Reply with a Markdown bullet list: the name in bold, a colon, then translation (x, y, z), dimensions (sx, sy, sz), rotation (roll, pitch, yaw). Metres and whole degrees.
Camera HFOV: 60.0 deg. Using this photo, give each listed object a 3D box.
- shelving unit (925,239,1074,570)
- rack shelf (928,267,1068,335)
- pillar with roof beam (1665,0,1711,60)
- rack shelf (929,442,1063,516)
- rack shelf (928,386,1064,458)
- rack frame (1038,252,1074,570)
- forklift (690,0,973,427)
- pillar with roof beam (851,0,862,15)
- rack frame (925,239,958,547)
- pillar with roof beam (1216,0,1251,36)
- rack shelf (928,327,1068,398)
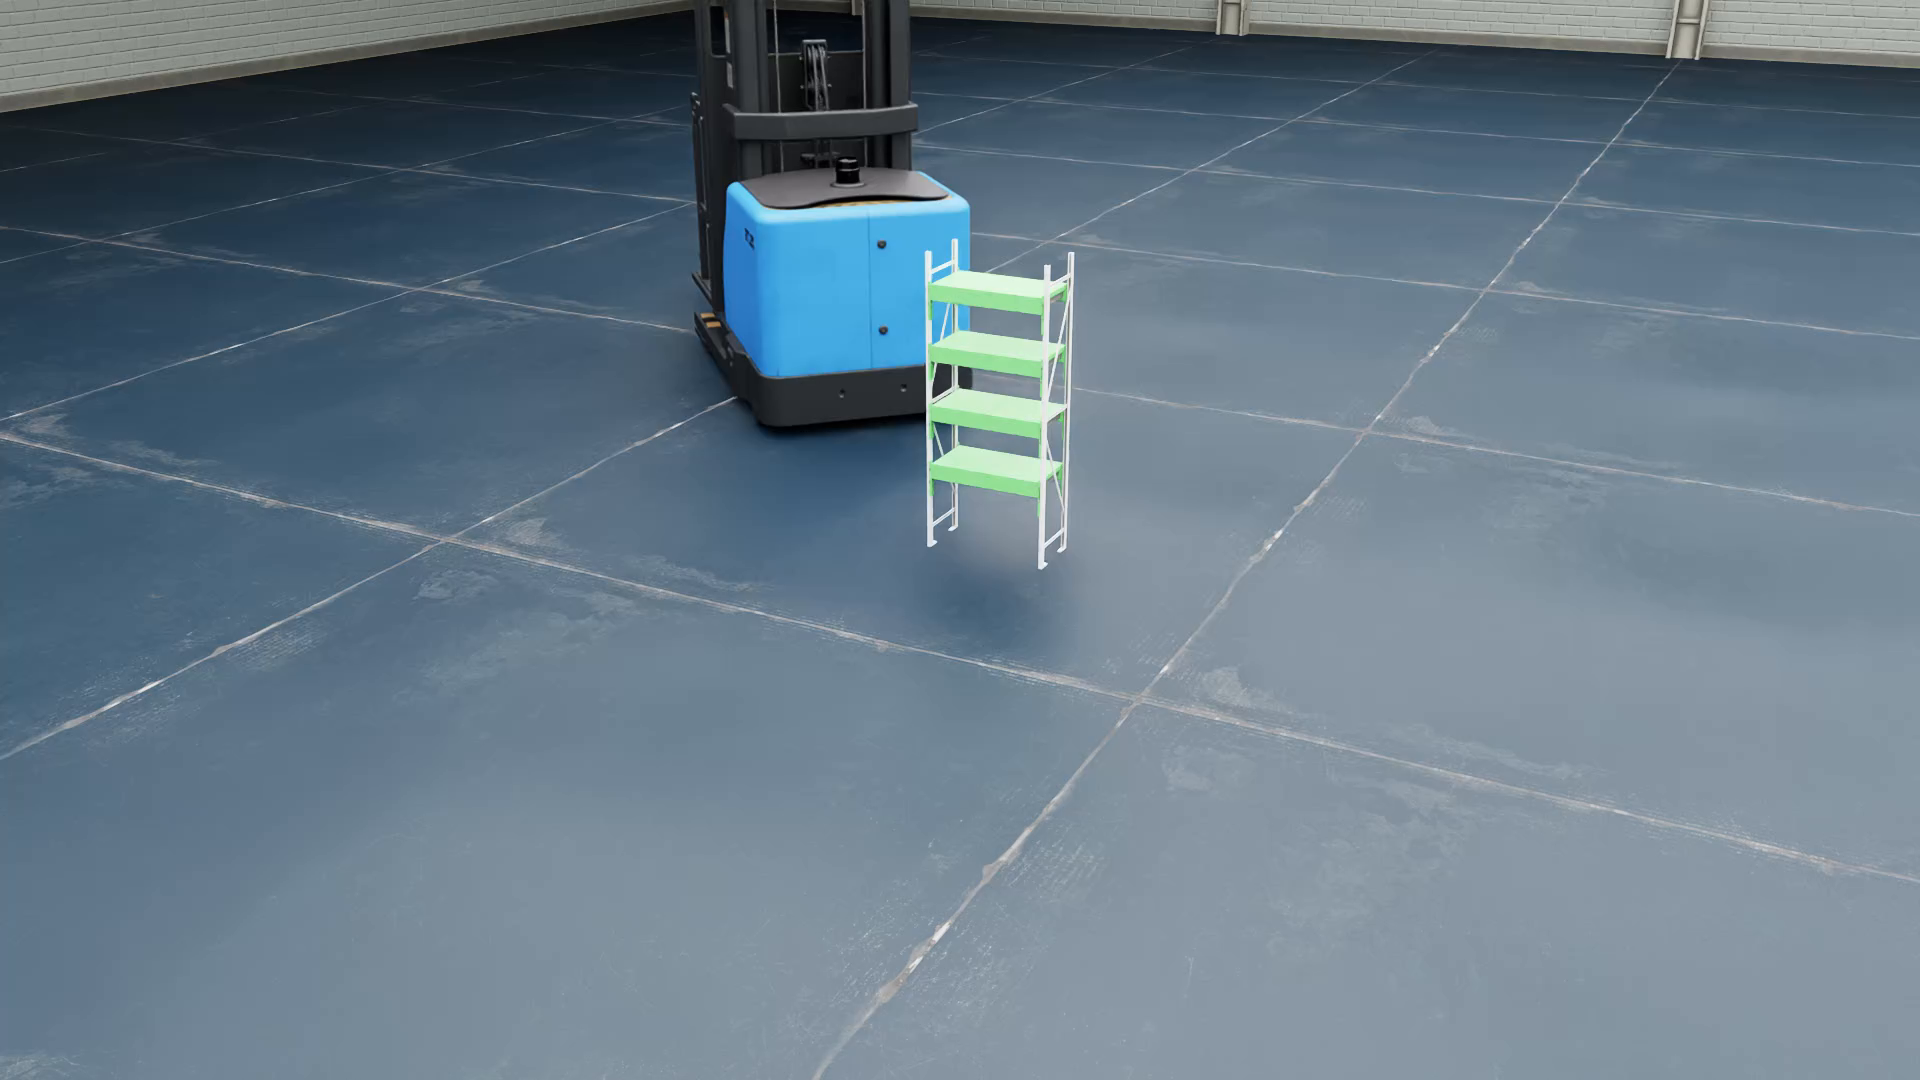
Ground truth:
- **shelving unit**: translation (0.148, -0.523, 6.446), dimensions (0.503, 1.200, 0.258), rotation (11, 25, 25)
- **rack shelf**: translation (0.148, -0.906, 6.284), dimensions (0.480, 0.148, 0.258), rotation (11, 25, 25)
- **pillar with roof beam**: translation (7.303, -8.807, 15.960), dimensions (0.400, 9.000, 9.100), rotation (11, 25, 25)
- **rack shelf**: translation (0.148, -0.243, 6.565), dimensions (0.480, 0.148, 0.258), rotation (11, 25, 25)
- **rack shelf**: translation (0.148, -0.464, 6.471), dimensions (0.480, 0.148, 0.258), rotation (11, 25, 25)
- **rack frame**: translation (0.365, -0.480, 6.345), dimensions (0.015, 1.200, 0.240), rotation (11, 25, 25)
- **forklift**: translation (-0.864, -2.431, 8.721), dimensions (1.130, 2.935, 3.031), rotation (-7, 24, -16)
- **pillar with roof beam**: translation (-3.406, -10.926, 20.942), dimensions (0.400, 9.000, 9.100), rotation (11, 25, 25)
- **rack frame**: translation (-0.070, -0.566, 6.548), dimensions (0.015, 1.200, 0.240), rotation (11, 25, 25)
- **pillar with roof beam**: translation (1.949, -9.866, 18.451), dimensions (0.400, 9.000, 9.100), rotation (11, 25, 25)
- **rack shelf**: translation (0.148, -0.685, 6.378), dimensions (0.480, 0.148, 0.258), rotation (11, 25, 25)
